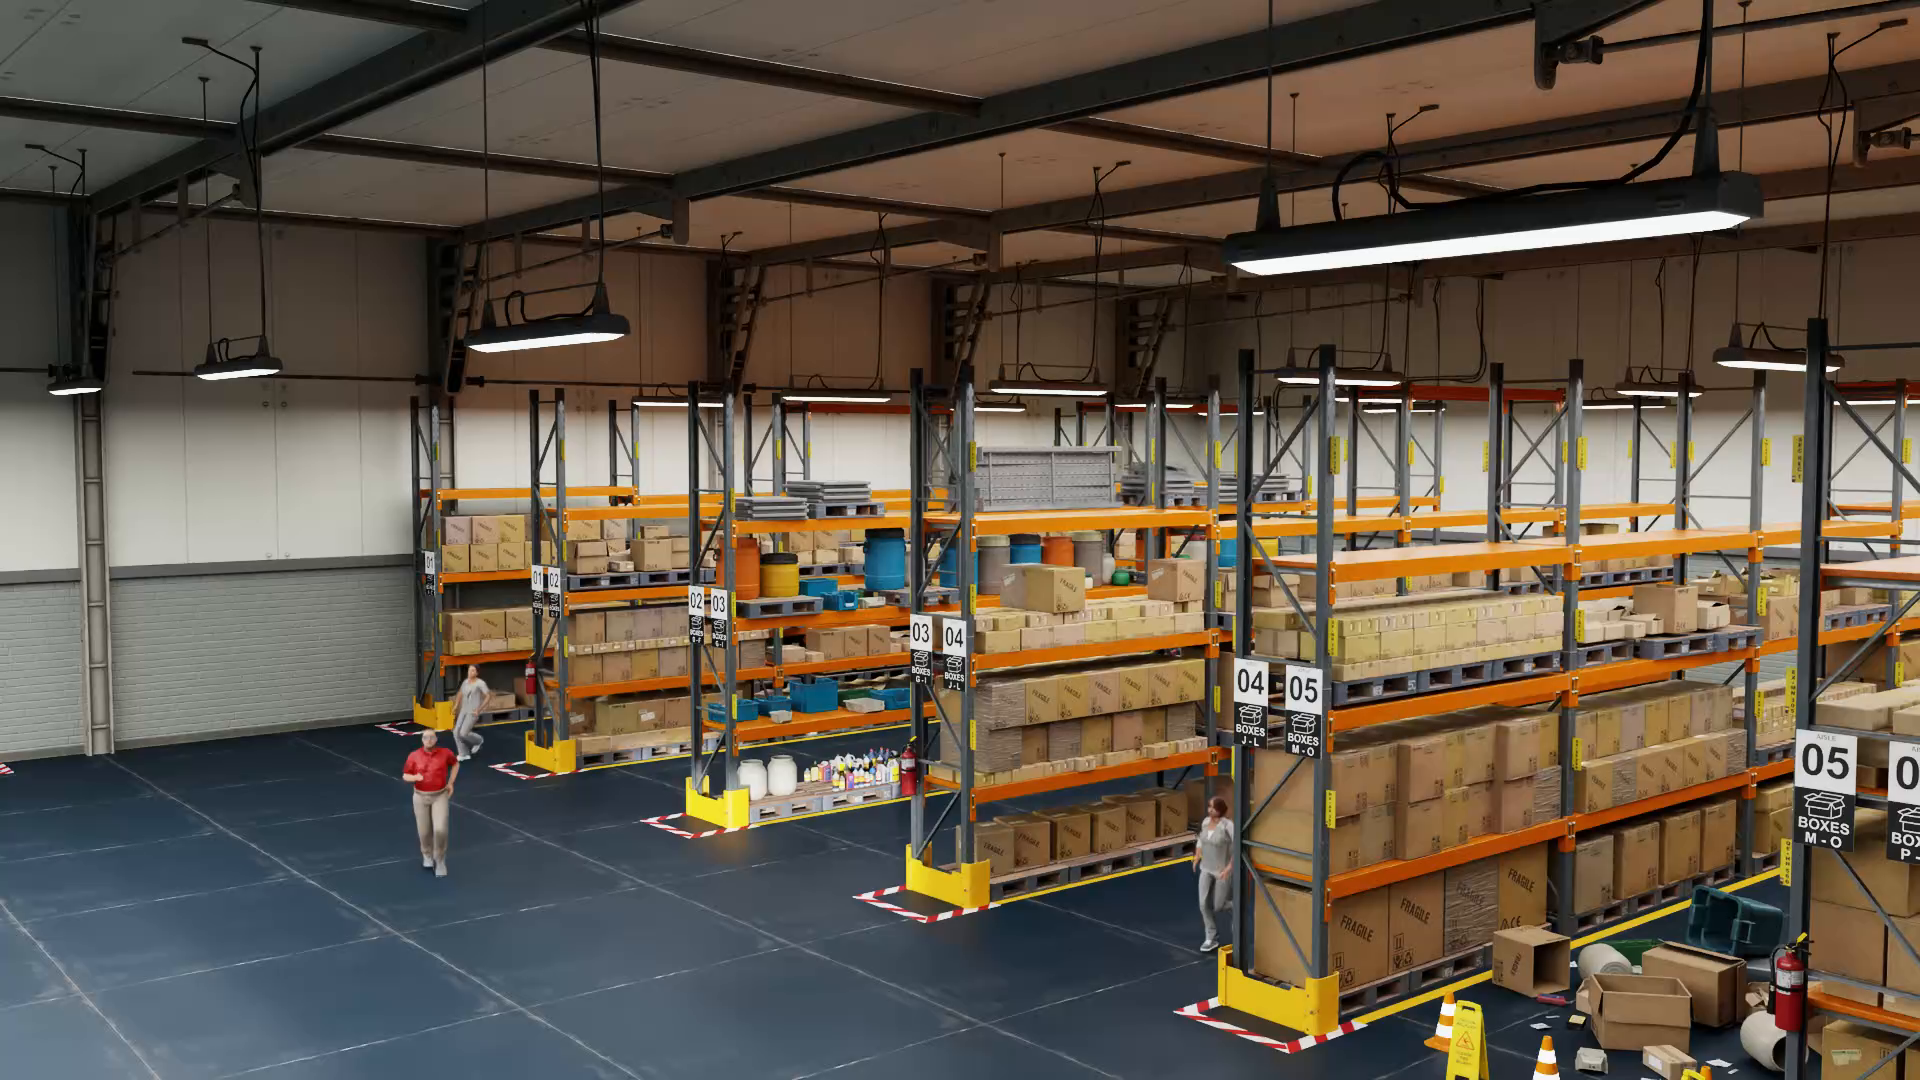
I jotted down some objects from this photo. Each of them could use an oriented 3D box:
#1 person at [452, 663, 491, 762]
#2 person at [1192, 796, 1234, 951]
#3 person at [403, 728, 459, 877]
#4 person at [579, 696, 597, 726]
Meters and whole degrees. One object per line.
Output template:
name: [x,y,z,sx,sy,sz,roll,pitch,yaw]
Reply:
person: [-7.883,2.783,26.891,0.608,1.609,0.553,2,4,28]
person: [2.662,3.382,17.016,0.573,1.565,0.638,3,5,42]
person: [-6.318,3.143,19.869,0.640,1.781,0.727,-1,3,-14]
person: [-6.446,2.629,28.807,0.671,1.679,0.597,2,4,35]
